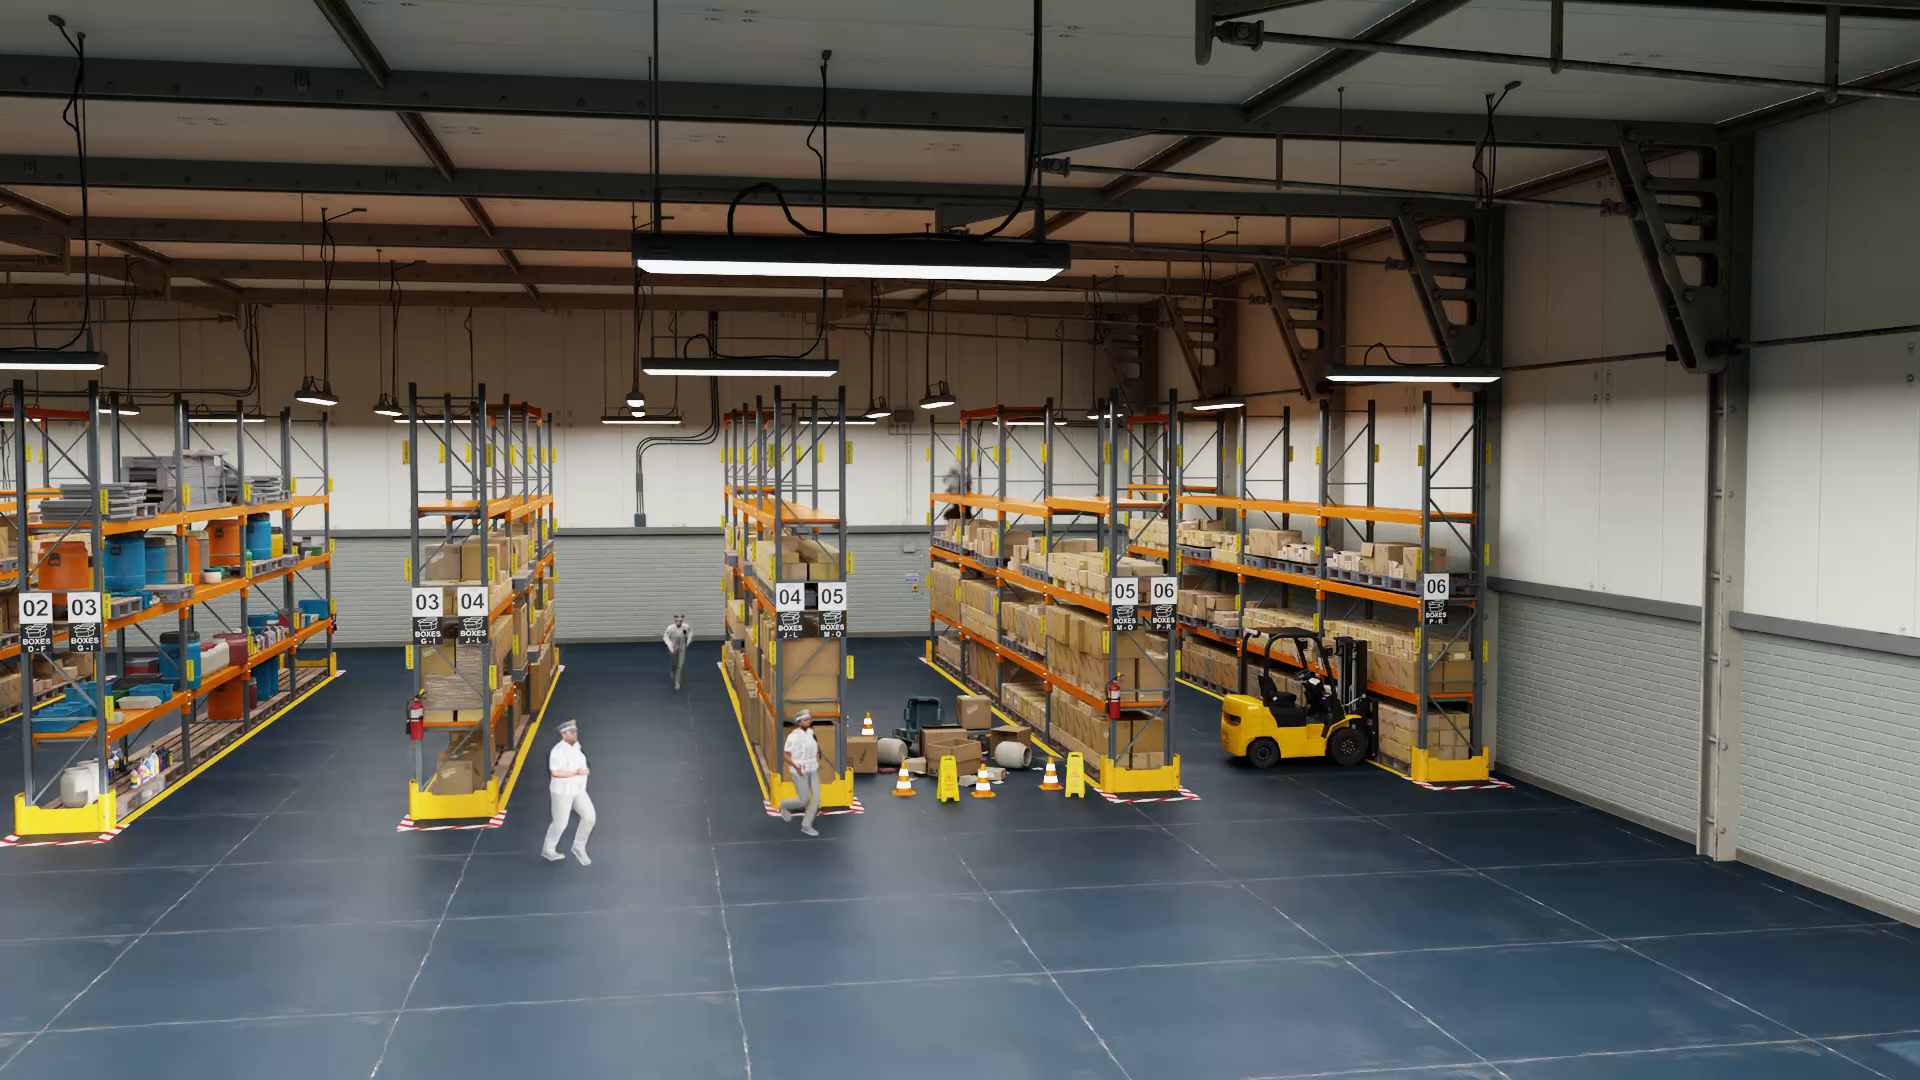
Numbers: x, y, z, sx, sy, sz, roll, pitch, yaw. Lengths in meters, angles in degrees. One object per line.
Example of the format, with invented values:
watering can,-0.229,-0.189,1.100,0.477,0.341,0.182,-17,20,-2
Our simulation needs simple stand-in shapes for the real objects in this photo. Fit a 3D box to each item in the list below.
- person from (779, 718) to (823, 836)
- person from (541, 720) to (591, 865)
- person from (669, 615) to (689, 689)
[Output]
person,-2.101,3.093,22.070,0.617,1.613,0.577,2,4,41
person,-4.766,3.100,20.330,0.801,1.827,0.611,2,3,30
person,-6.130,2.396,36.091,0.473,1.628,0.924,-1,3,-22
